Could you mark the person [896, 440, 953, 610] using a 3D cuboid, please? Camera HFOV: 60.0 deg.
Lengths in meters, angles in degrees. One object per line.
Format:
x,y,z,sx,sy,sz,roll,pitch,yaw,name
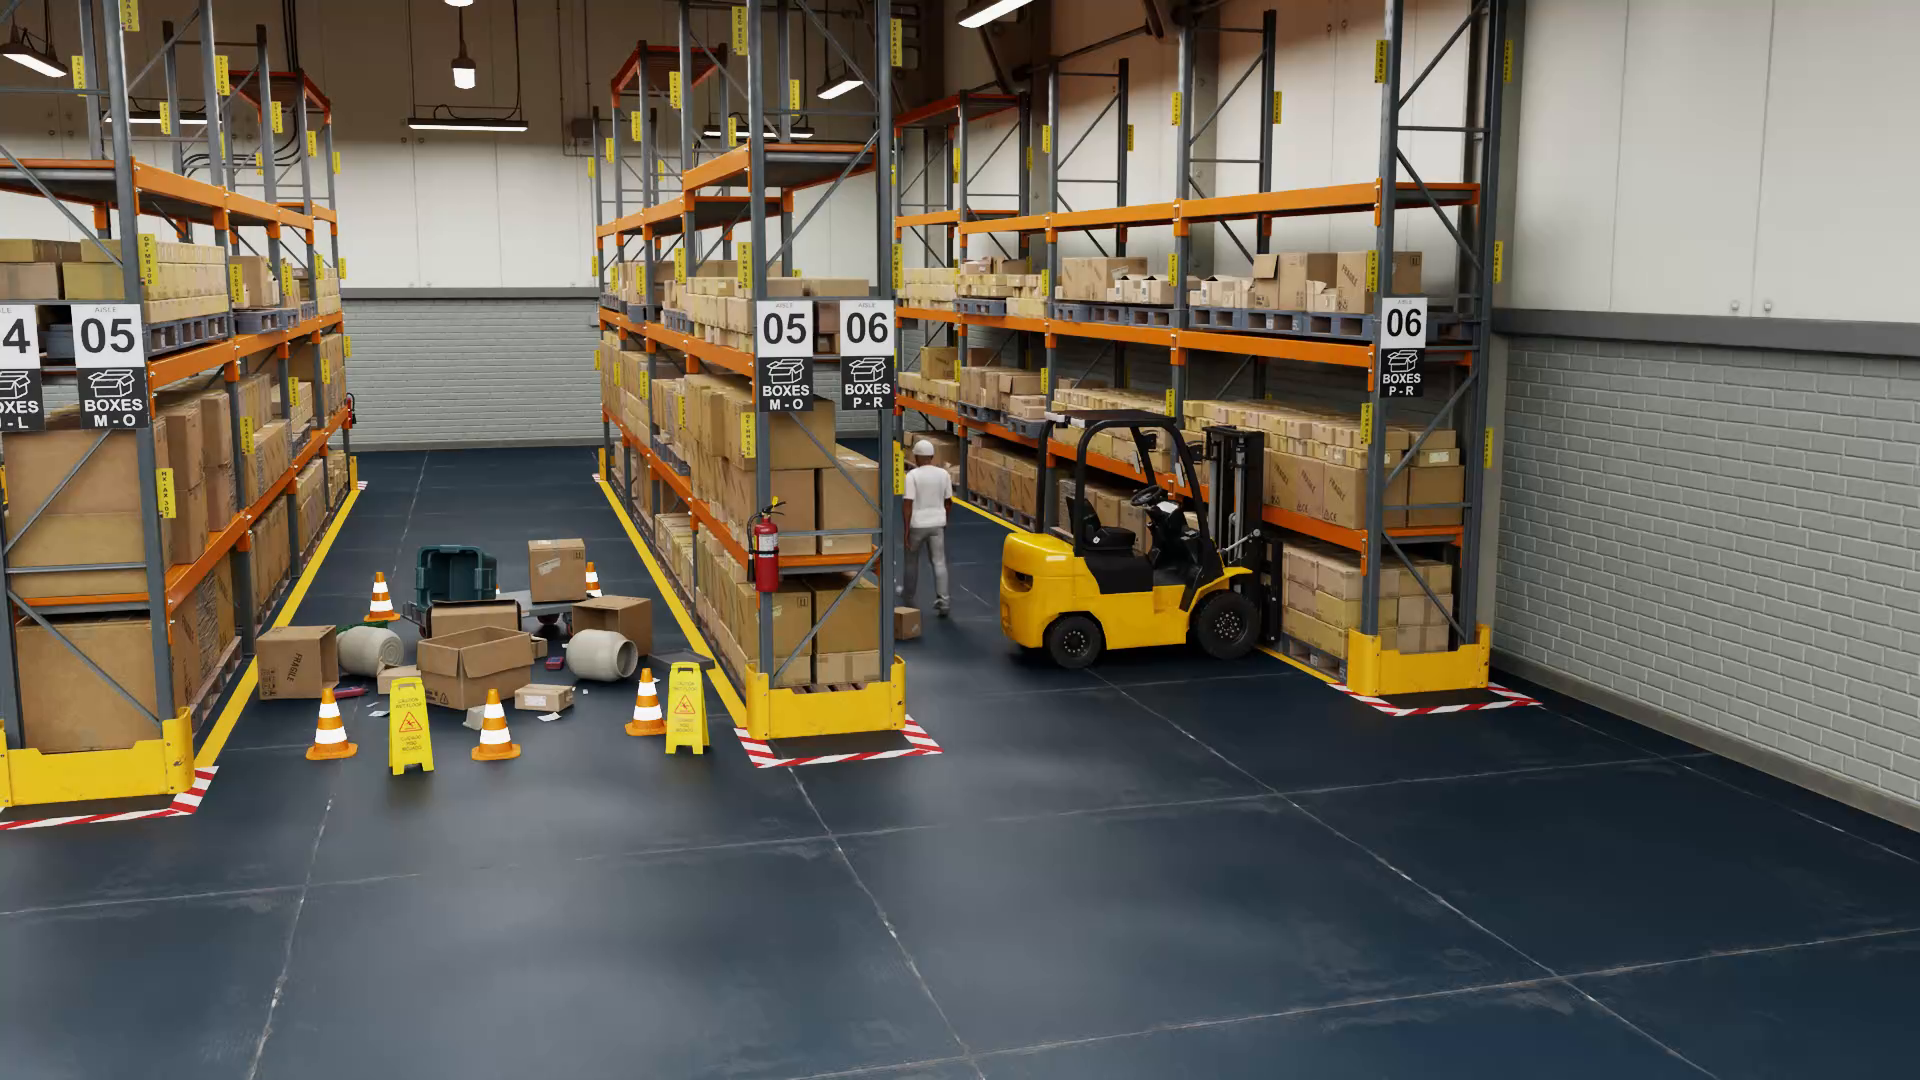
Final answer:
-0.349,-0.160,16.856,0.575,1.709,1.099,-3,10,-19,person
